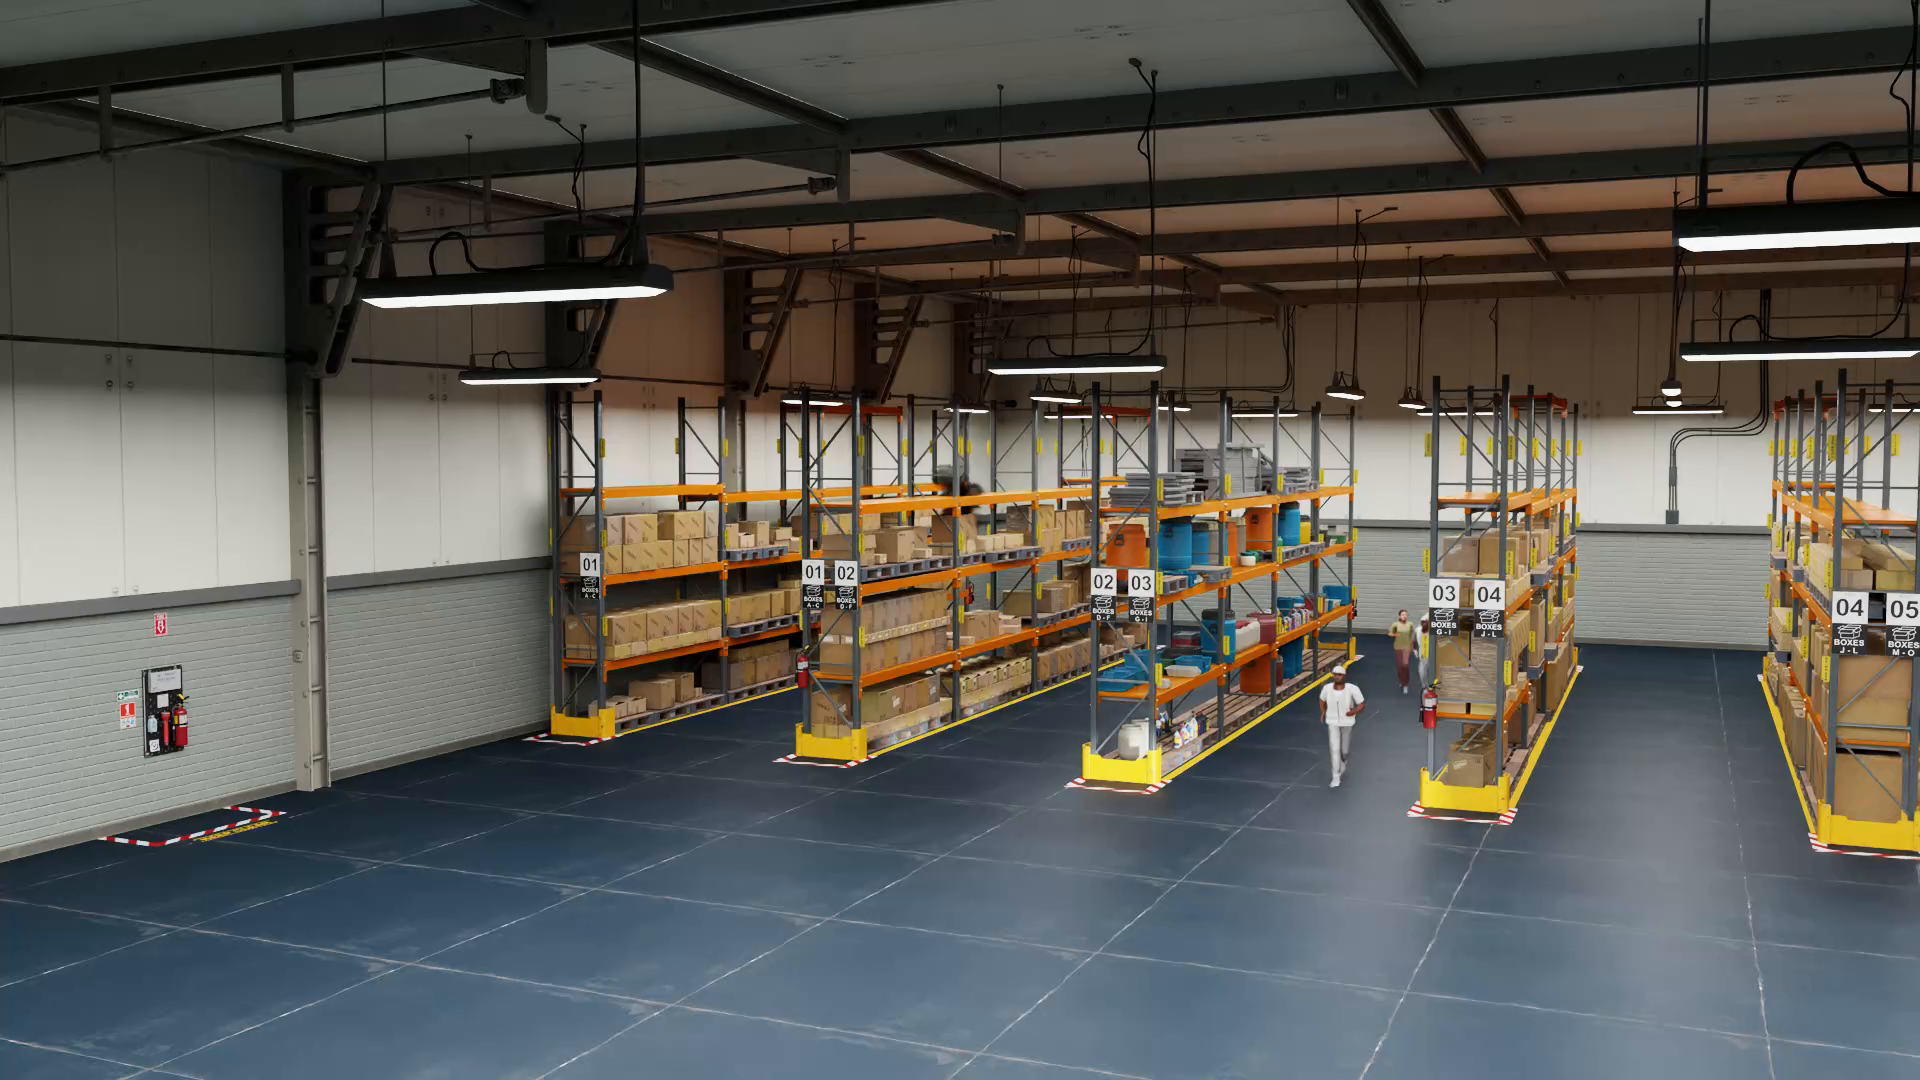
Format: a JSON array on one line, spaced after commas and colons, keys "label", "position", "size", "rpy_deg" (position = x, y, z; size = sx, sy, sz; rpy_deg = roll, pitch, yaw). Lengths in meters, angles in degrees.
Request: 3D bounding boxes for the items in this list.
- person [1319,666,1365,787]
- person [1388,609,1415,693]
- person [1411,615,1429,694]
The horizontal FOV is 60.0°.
[{"label": "person", "position": [5.689, 2.753, 24.819], "size": [0.691, 1.766, 0.874], "rpy_deg": [1, 3, 19]}, {"label": "person", "position": [9.107, 2.285, 34.312], "size": [0.545, 1.733, 0.736], "rpy_deg": [1, 3, 15]}, {"label": "person", "position": [9.254, 2.340, 32.855], "size": [0.692, 1.762, 0.902], "rpy_deg": [1, 3, 22]}]
